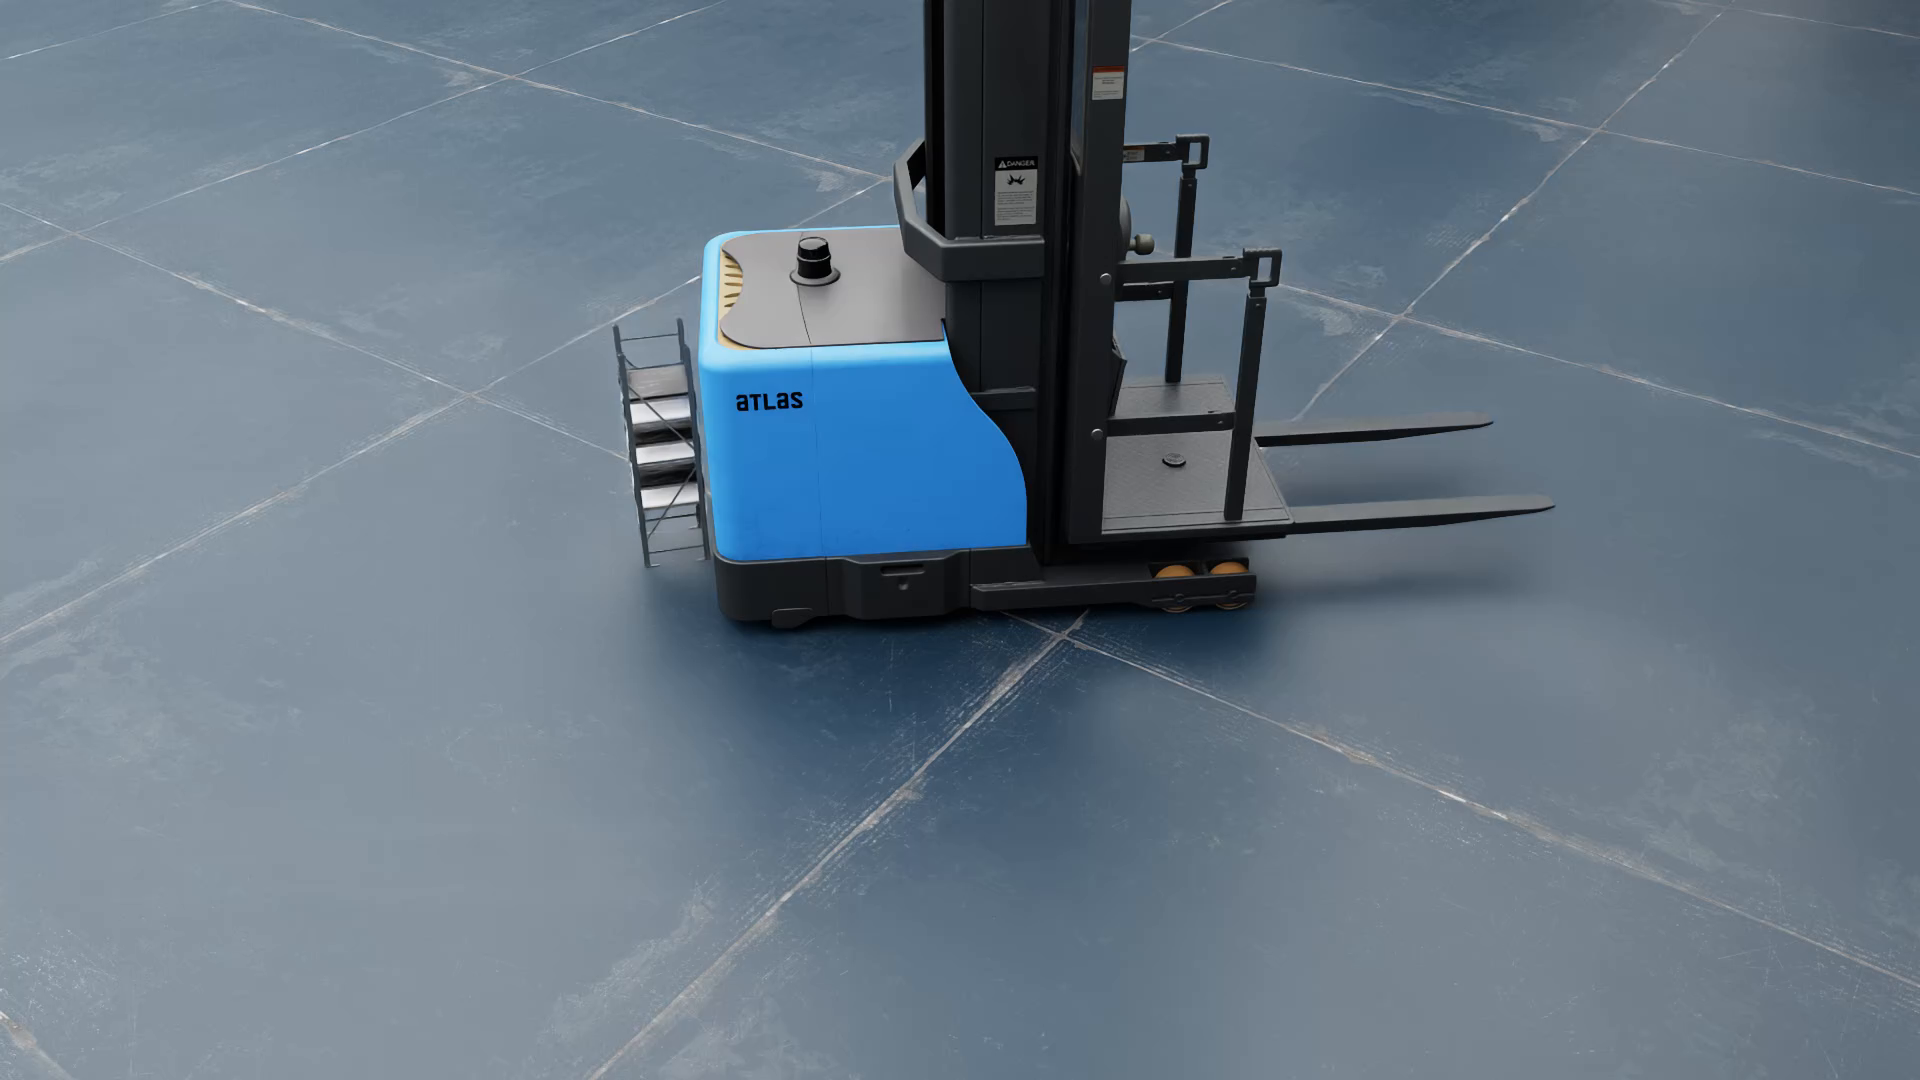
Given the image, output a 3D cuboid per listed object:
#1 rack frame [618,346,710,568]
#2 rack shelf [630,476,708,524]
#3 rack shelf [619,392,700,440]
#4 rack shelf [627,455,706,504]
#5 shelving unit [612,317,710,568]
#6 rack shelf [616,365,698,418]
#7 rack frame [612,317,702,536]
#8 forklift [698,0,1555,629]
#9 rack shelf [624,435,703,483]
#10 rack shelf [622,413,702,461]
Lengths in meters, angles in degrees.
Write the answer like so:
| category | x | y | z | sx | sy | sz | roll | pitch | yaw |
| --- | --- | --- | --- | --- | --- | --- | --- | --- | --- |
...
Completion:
| category | x | y | z | sx | sy | sz | roll | pitch | yaw |
| --- | --- | --- | --- | --- | --- | --- | --- | --- | --- |
| rack frame | -1.033 | -0.275 | 5.854 | 0.240 | 0.900 | 0.006 | -8 | 38 | -12 |
| rack shelf | -1.062 | -0.164 | 6.061 | 0.258 | 0.077 | 0.200 | -8 | 38 | -12 |
| rack shelf | -1.057 | -0.452 | 5.845 | 0.258 | 0.077 | 0.200 | -8 | 38 | -12 |
| rack shelf | -1.060 | -0.236 | 6.007 | 0.258 | 0.077 | 0.200 | -8 | 38 | -12 |
| shelving unit | -1.059 | -0.335 | 5.933 | 0.258 | 0.900 | 0.210 | -8 | 38 | -12 |
| rack shelf | -1.056 | -0.524 | 5.791 | 0.258 | 0.077 | 0.200 | -8 | 38 | -12 |
| rack frame | -1.084 | -0.394 | 6.011 | 0.240 | 0.900 | 0.006 | -8 | 38 | -12 |
| forklift | 0.623 | -1.251 | 5.483 | 3.031 | 2.935 | 1.130 | -3 | 34 | -5 |
| rack shelf | -1.059 | -0.308 | 5.953 | 0.258 | 0.077 | 0.200 | -8 | 38 | -12 |
| rack shelf | -1.058 | -0.380 | 5.899 | 0.258 | 0.077 | 0.200 | -8 | 38 | -12 |
